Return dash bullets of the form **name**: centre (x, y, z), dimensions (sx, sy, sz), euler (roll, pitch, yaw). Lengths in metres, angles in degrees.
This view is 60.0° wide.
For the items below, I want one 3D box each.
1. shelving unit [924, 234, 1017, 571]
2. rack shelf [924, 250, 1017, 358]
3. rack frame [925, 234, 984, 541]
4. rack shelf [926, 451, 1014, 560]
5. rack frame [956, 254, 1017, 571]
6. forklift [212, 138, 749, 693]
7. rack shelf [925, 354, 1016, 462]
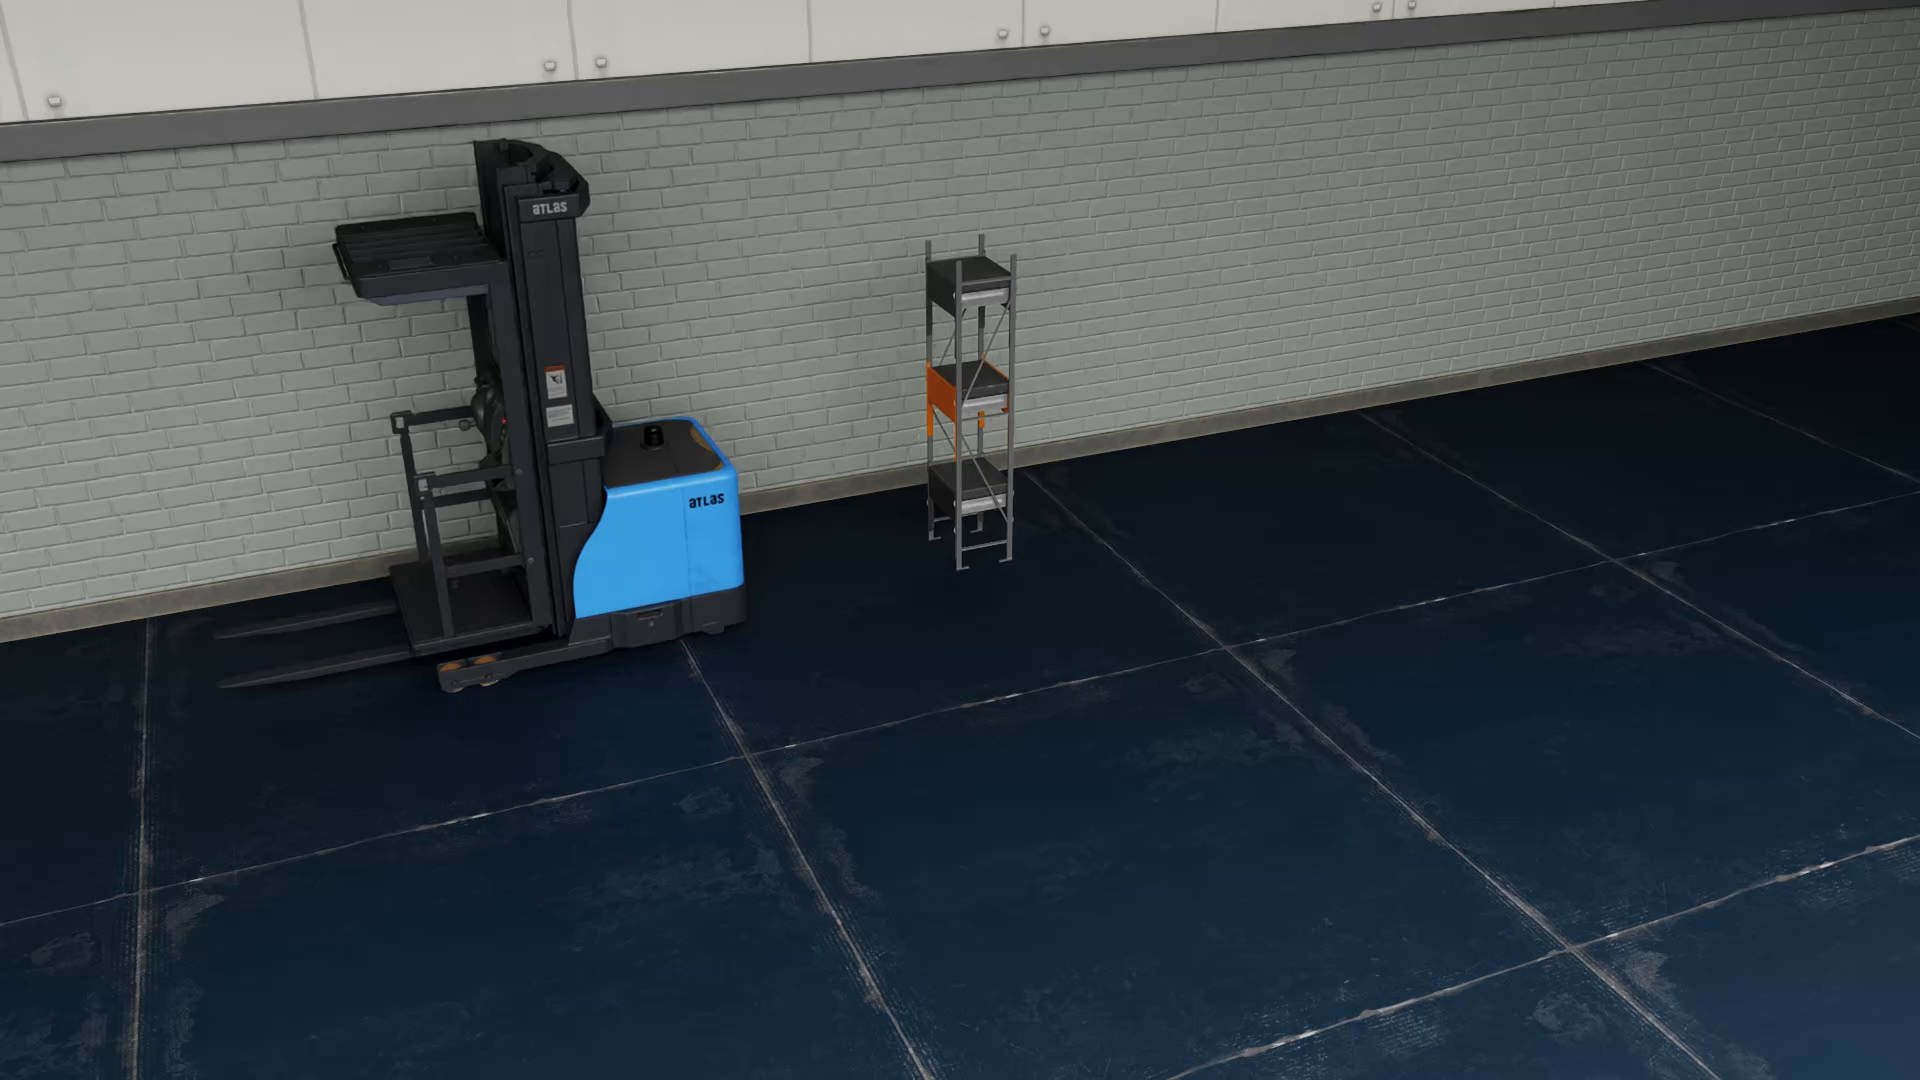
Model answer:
- **shelving unit**: centre (0.065, -0.877, 10.799), dimensions (0.431, 2.100, 0.503), euler (-11, 28, -21)
- **rack shelf**: centre (0.065, -1.493, 10.497), dimensions (0.431, 0.518, 0.480), euler (-11, 28, -21)
- **rack frame**: centre (-0.031, -0.975, 11.000), dimensions (0.400, 2.100, 0.015), euler (-11, 28, -21)
- **rack shelf**: centre (0.065, -0.235, 11.112), dimensions (0.431, 0.518, 0.480), euler (-11, 28, -21)
- **rack frame**: centre (0.160, -0.778, 10.597), dimensions (0.400, 2.100, 0.015), euler (-11, 28, -21)
- **forklift**: centre (-2.869, -0.701, 9.491), dimensions (3.031, 2.935, 1.130), euler (-11, 28, -21)
- **rack shelf**: centre (0.065, -0.864, 10.805), dimensions (0.431, 0.518, 0.480), euler (-11, 28, -21)
